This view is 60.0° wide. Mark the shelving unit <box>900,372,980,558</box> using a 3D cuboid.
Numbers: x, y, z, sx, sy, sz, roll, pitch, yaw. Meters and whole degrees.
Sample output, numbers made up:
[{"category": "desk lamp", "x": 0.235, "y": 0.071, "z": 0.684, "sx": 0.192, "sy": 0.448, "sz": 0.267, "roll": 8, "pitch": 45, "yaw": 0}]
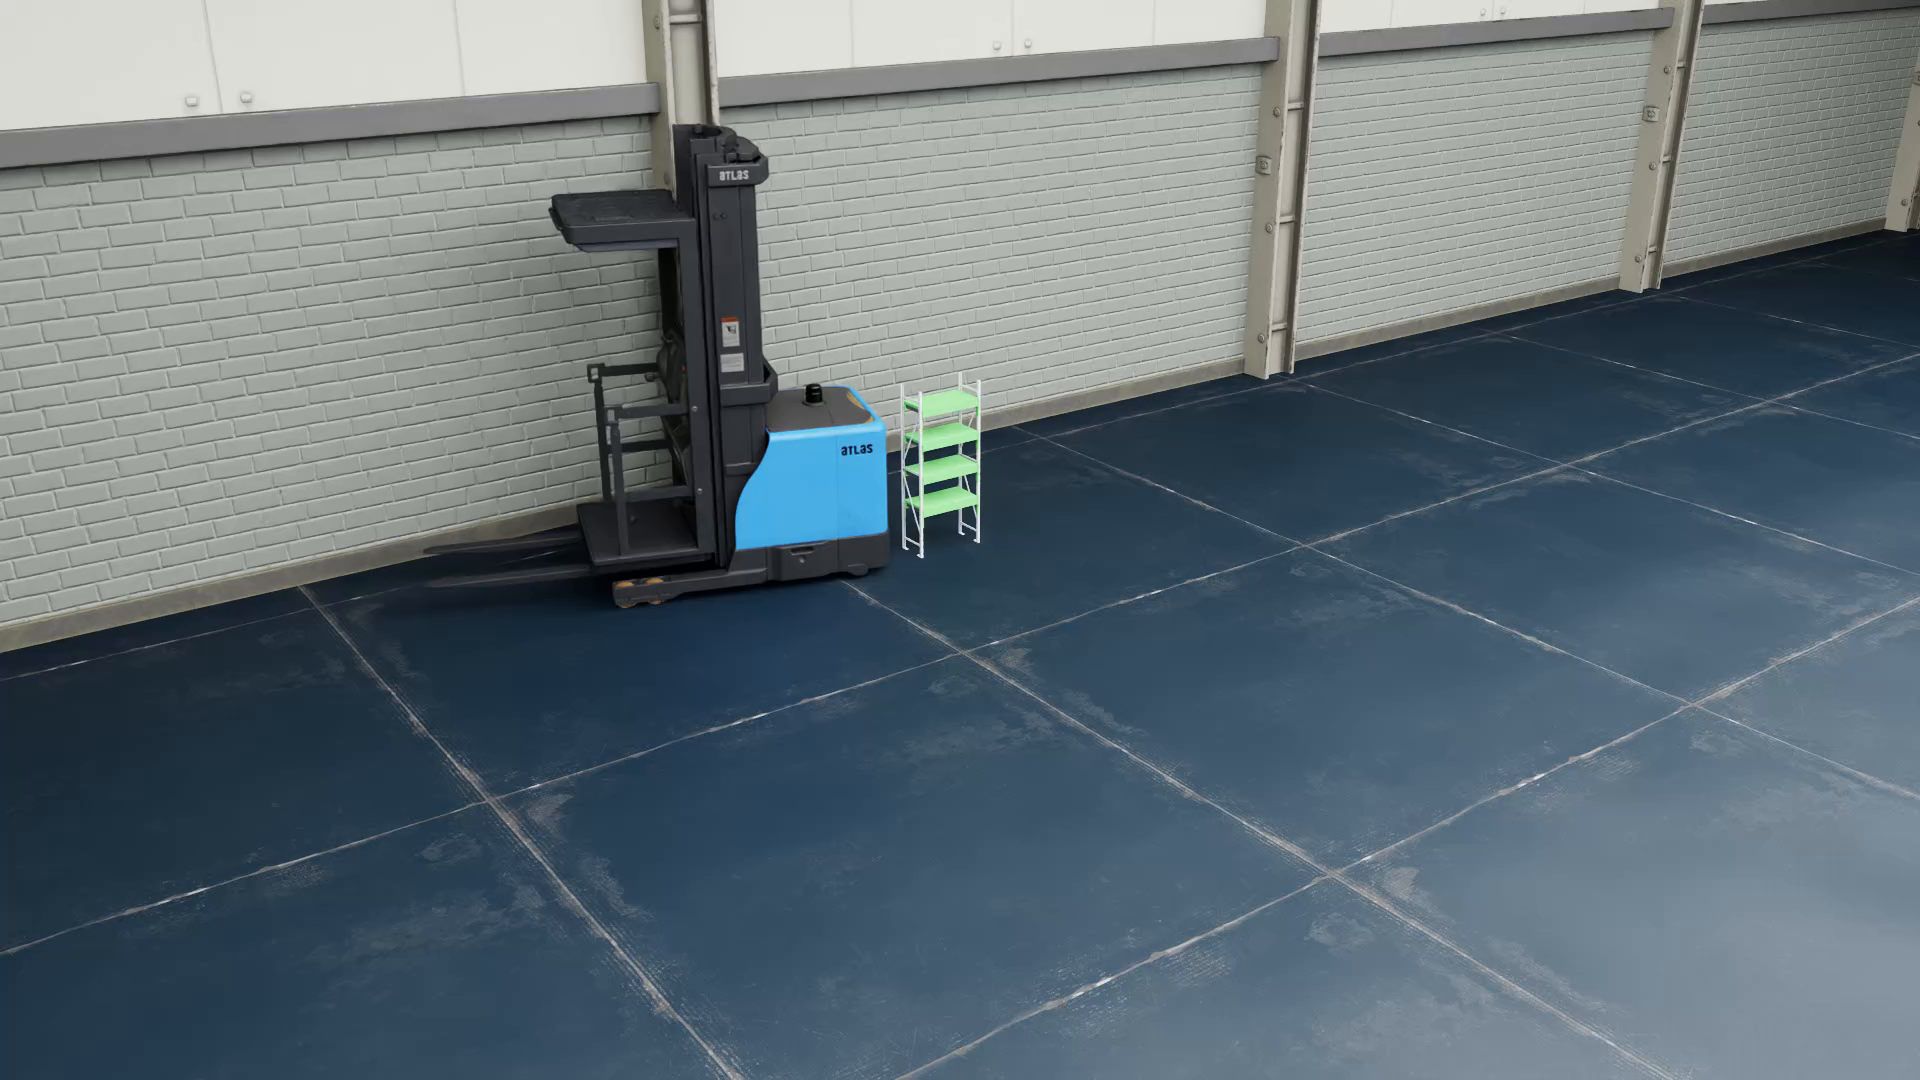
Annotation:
[{"category": "shelving unit", "x": -0.134, "y": -0.521, "z": 11.584, "sx": 0.503, "sy": 1.200, "sz": 0.258, "roll": -15, "pitch": 26, "yaw": -33}]

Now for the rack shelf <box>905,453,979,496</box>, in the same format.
[{"category": "rack shelf", "x": -0.134, "y": -0.462, "z": 11.608, "sx": 0.480, "sy": 0.148, "sz": 0.258, "roll": -15, "pitch": 26, "yaw": -33}]

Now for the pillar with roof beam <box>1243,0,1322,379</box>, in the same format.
[{"category": "pillar with roof beam", "x": 5.461, "y": -4.490, "z": 11.007, "sx": 0.400, "sy": 9.000, "sz": 9.100, "roll": -15, "pitch": 26, "yaw": -33}]

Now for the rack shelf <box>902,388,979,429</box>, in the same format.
[{"category": "rack shelf", "x": -0.134, "y": -0.908, "z": 11.430, "sx": 0.480, "sy": 0.148, "sz": 0.258, "roll": -15, "pitch": 26, "yaw": -33}]

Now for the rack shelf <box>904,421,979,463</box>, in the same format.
[{"category": "rack shelf", "x": -0.134, "y": -0.685, "z": 11.519, "sx": 0.480, "sy": 0.148, "sz": 0.258, "roll": -15, "pitch": 26, "yaw": -33}]

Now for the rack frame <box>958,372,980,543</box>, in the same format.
[{"category": "rack frame", "x": 0.064, "y": -0.574, "z": 11.717, "sx": 0.015, "sy": 1.200, "sz": 0.240, "roll": -15, "pitch": 26, "yaw": -33}]

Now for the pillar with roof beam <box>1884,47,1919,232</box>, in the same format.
[{"category": "pillar with roof beam", "x": 15.202, "y": -7.088, "z": 17.516, "sx": 0.400, "sy": 9.000, "sz": 9.100, "roll": -15, "pitch": 26, "yaw": -33}]

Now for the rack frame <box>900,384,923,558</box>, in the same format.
[{"category": "rack frame", "x": -0.332, "y": -0.469, "z": 11.452, "sx": 0.015, "sy": 1.200, "sz": 0.240, "roll": -15, "pitch": 26, "yaw": -33}]

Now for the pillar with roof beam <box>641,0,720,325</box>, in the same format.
[{"category": "pillar with roof beam", "x": 0.590, "y": -3.191, "z": 7.752, "sx": 0.400, "sy": 9.000, "sz": 9.100, "roll": -15, "pitch": 26, "yaw": -33}]

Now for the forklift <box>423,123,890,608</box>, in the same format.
[{"category": "forklift", "x": -2.050, "y": -1.139, "z": 10.797, "sx": 3.031, "sy": 2.935, "sz": 1.130, "roll": -7, "pitch": 23, "yaw": -16}]

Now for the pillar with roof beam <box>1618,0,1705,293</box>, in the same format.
[{"category": "pillar with roof beam", "x": 10.331, "y": -5.789, "z": 14.261, "sx": 0.400, "sy": 9.000, "sz": 9.100, "roll": -15, "pitch": 26, "yaw": -33}]

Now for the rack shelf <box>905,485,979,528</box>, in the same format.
[{"category": "rack shelf", "x": -0.134, "y": -0.239, "z": 11.697, "sx": 0.480, "sy": 0.148, "sz": 0.258, "roll": -15, "pitch": 26, "yaw": -33}]
